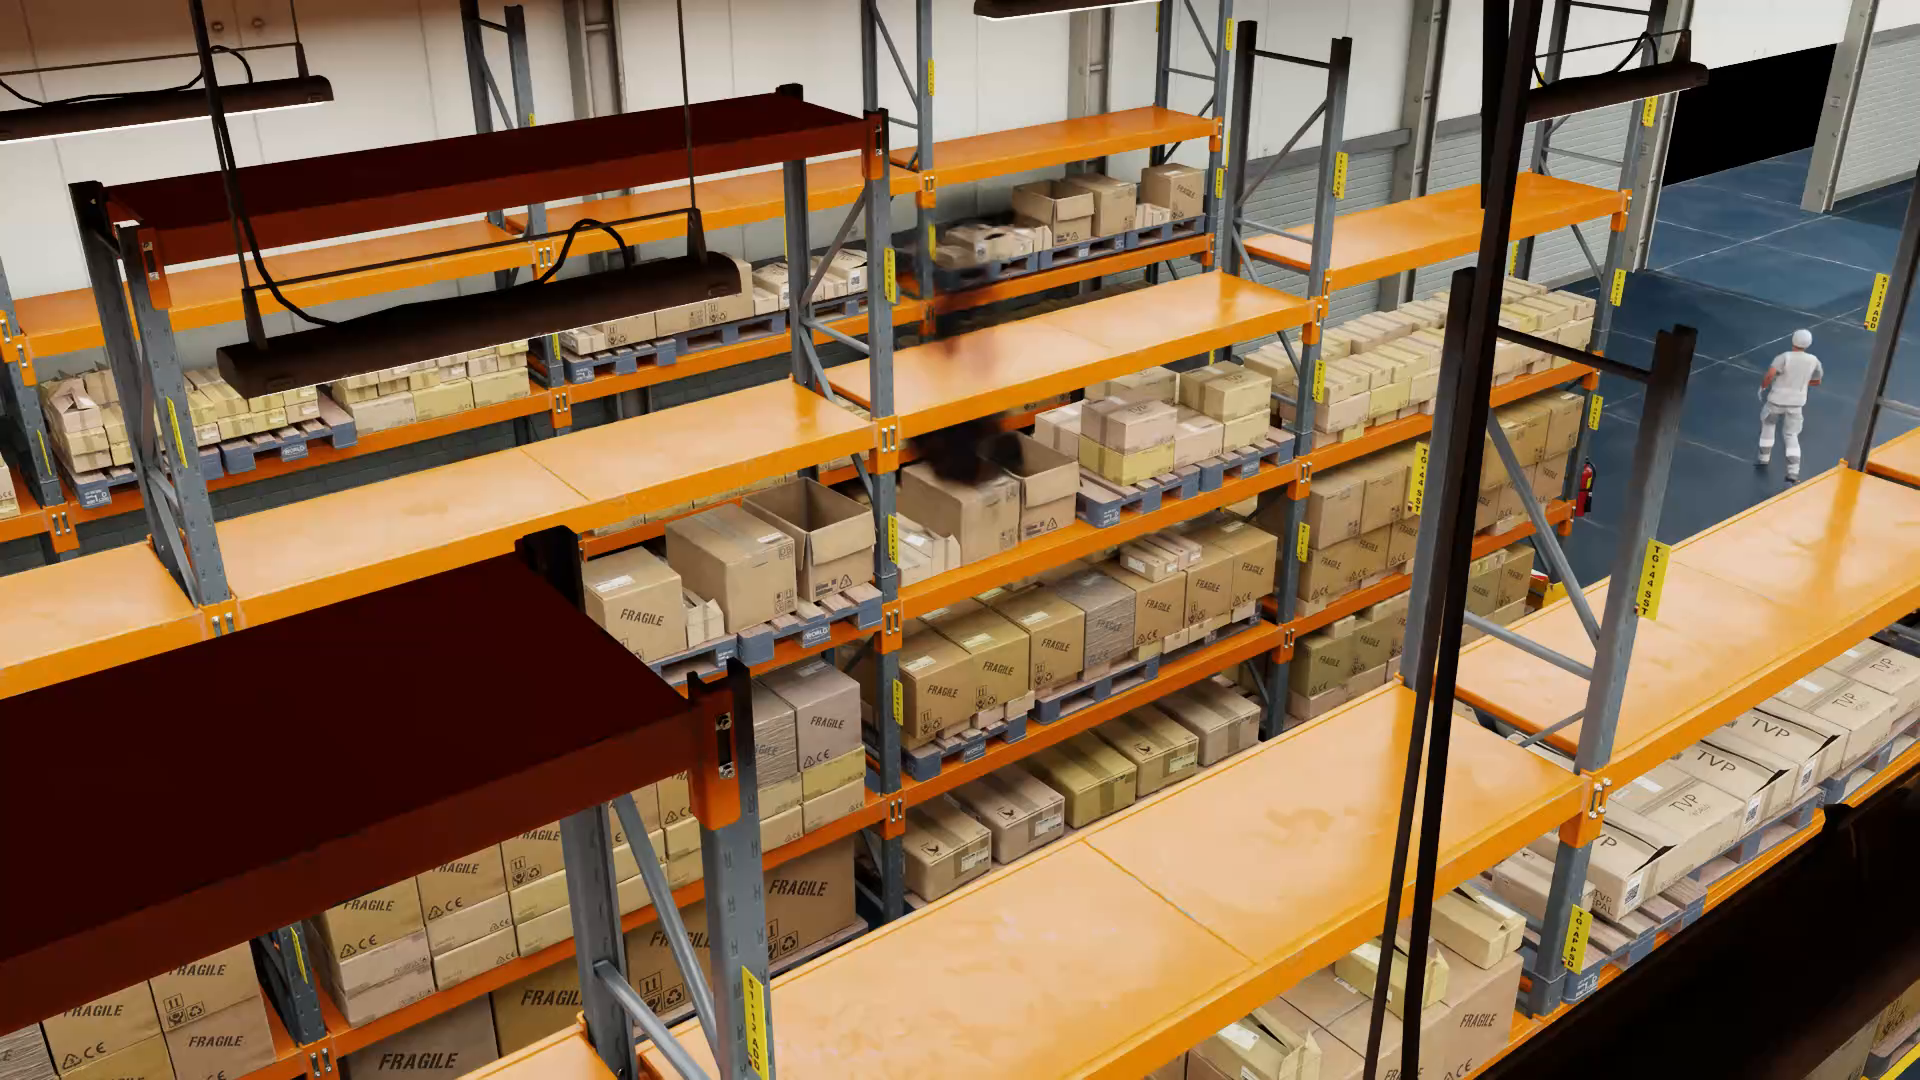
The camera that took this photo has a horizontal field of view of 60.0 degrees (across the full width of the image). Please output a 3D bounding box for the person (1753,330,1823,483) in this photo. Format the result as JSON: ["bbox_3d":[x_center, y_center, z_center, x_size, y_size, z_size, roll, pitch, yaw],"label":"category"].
[{"bbox_3d":[9.533,-1.527,19.194,0.674,1.826,0.938,6,27,13],"label":"person"}]
